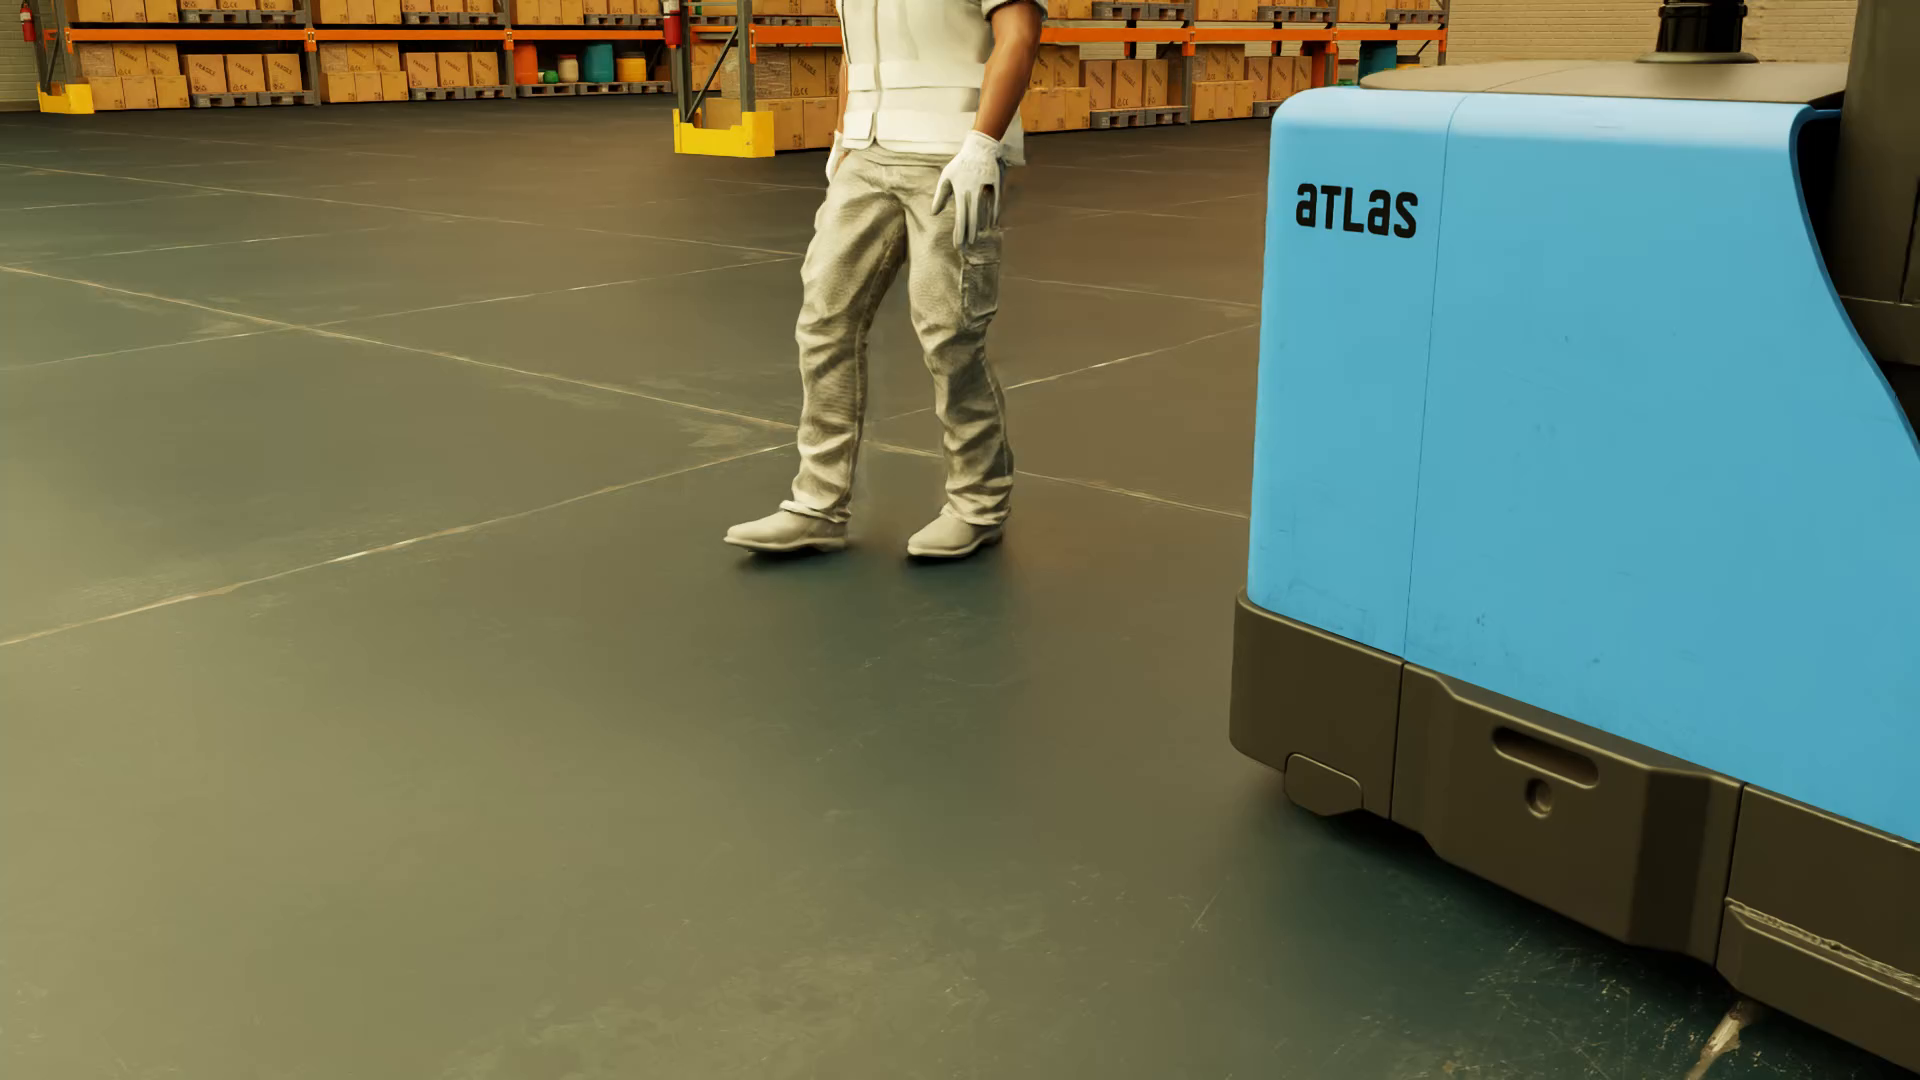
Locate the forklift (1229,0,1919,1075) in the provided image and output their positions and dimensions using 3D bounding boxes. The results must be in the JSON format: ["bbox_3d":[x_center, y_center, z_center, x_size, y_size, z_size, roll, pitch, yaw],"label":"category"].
[{"bbox_3d":[1.715,-0.760,1.401,1.130,2.935,3.031,-12,21,-35],"label":"forklift"}]

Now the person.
[{"bbox_3d":[-0.153,-0.796,3.545,0.610,1.771,0.721,-16,23,-42],"label":"person"}]
